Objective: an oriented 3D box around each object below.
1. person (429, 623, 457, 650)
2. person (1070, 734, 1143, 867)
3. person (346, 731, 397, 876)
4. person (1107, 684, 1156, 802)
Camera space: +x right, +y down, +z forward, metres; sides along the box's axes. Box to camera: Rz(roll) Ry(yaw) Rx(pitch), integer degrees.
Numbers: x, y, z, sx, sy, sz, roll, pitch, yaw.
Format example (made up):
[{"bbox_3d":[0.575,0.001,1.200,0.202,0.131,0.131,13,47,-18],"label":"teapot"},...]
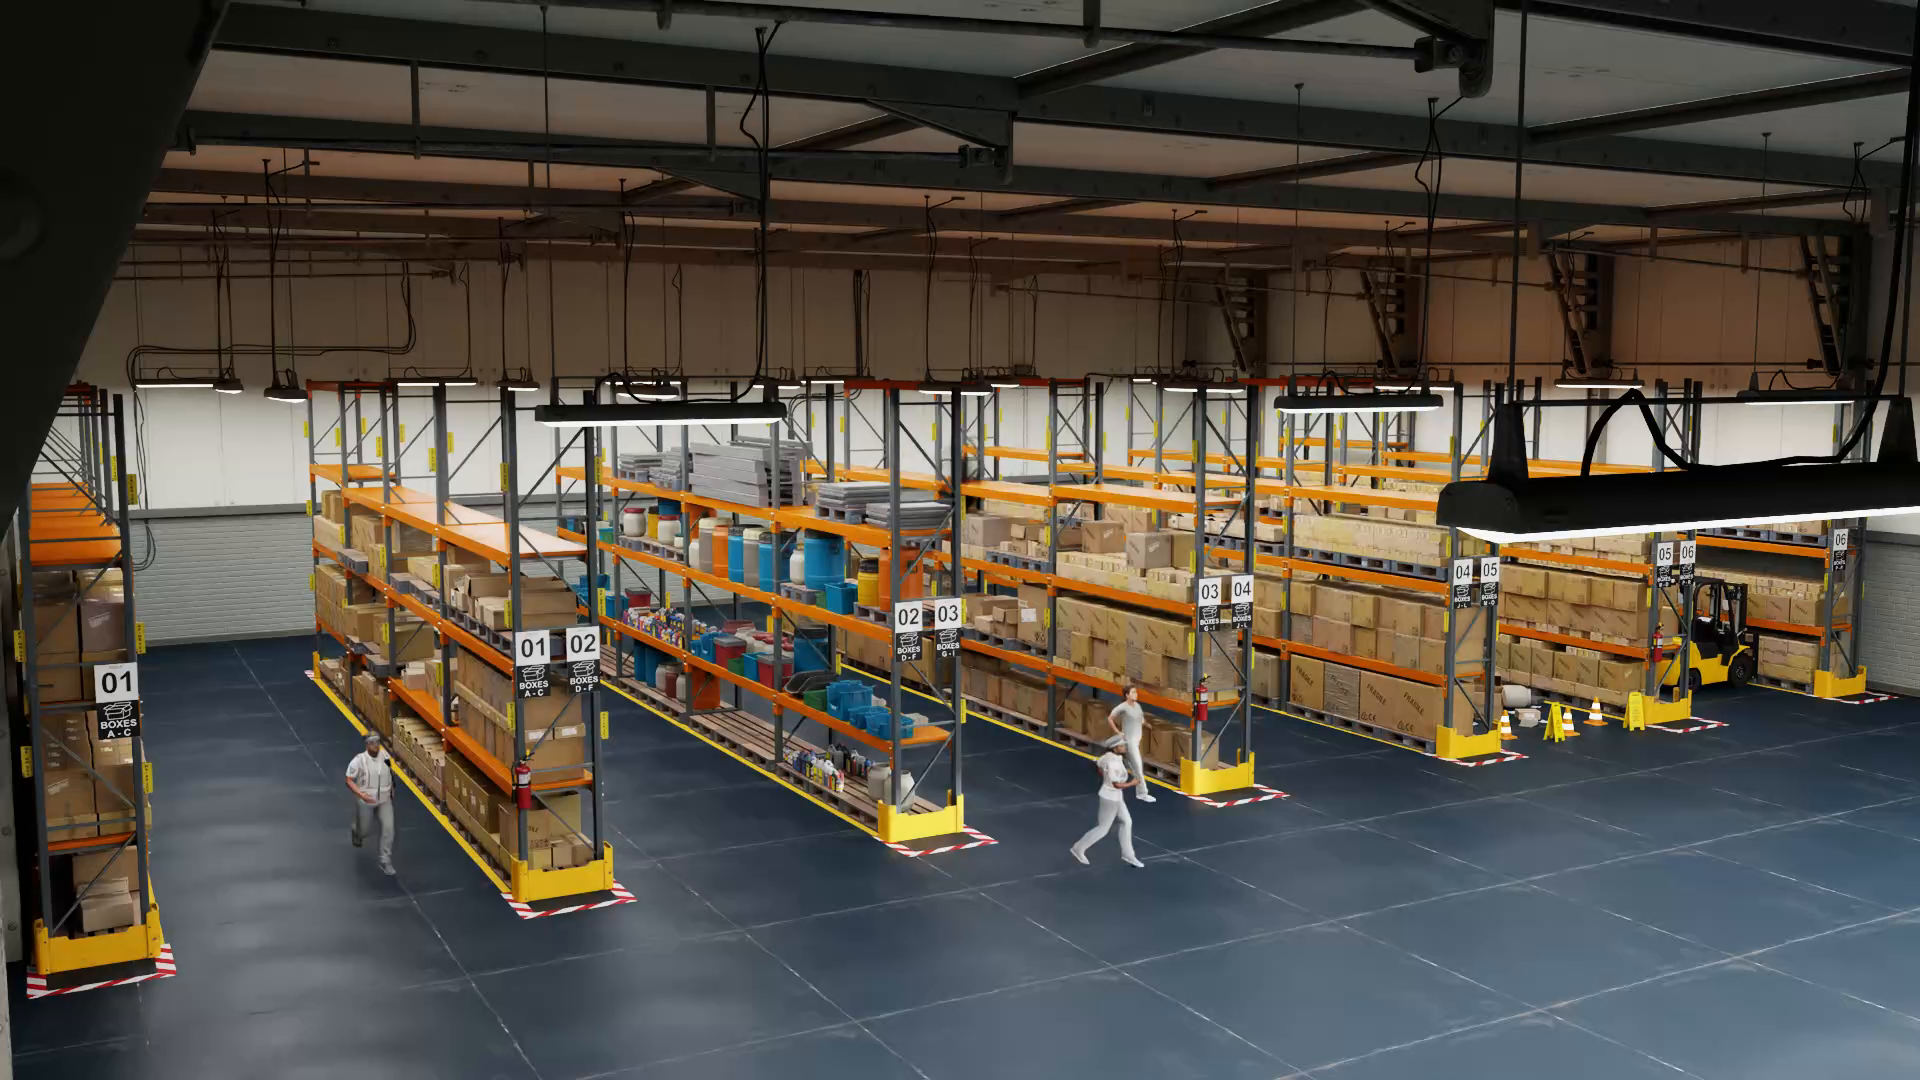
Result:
[{"bbox_3d":[-10.759,1.829,34.334,0.577,1.718,0.707,3,7,28],"label":"person"},{"bbox_3d":[1.858,3.273,20.878,0.905,1.732,0.588,0,6,4],"label":"person"},{"bbox_3d":[-7.387,3.266,20.899,0.642,1.783,1.032,-5,8,-37],"label":"person"},{"bbox_3d":[2.458,2.911,24.134,0.965,1.656,0.577,5,8,40],"label":"person"}]
